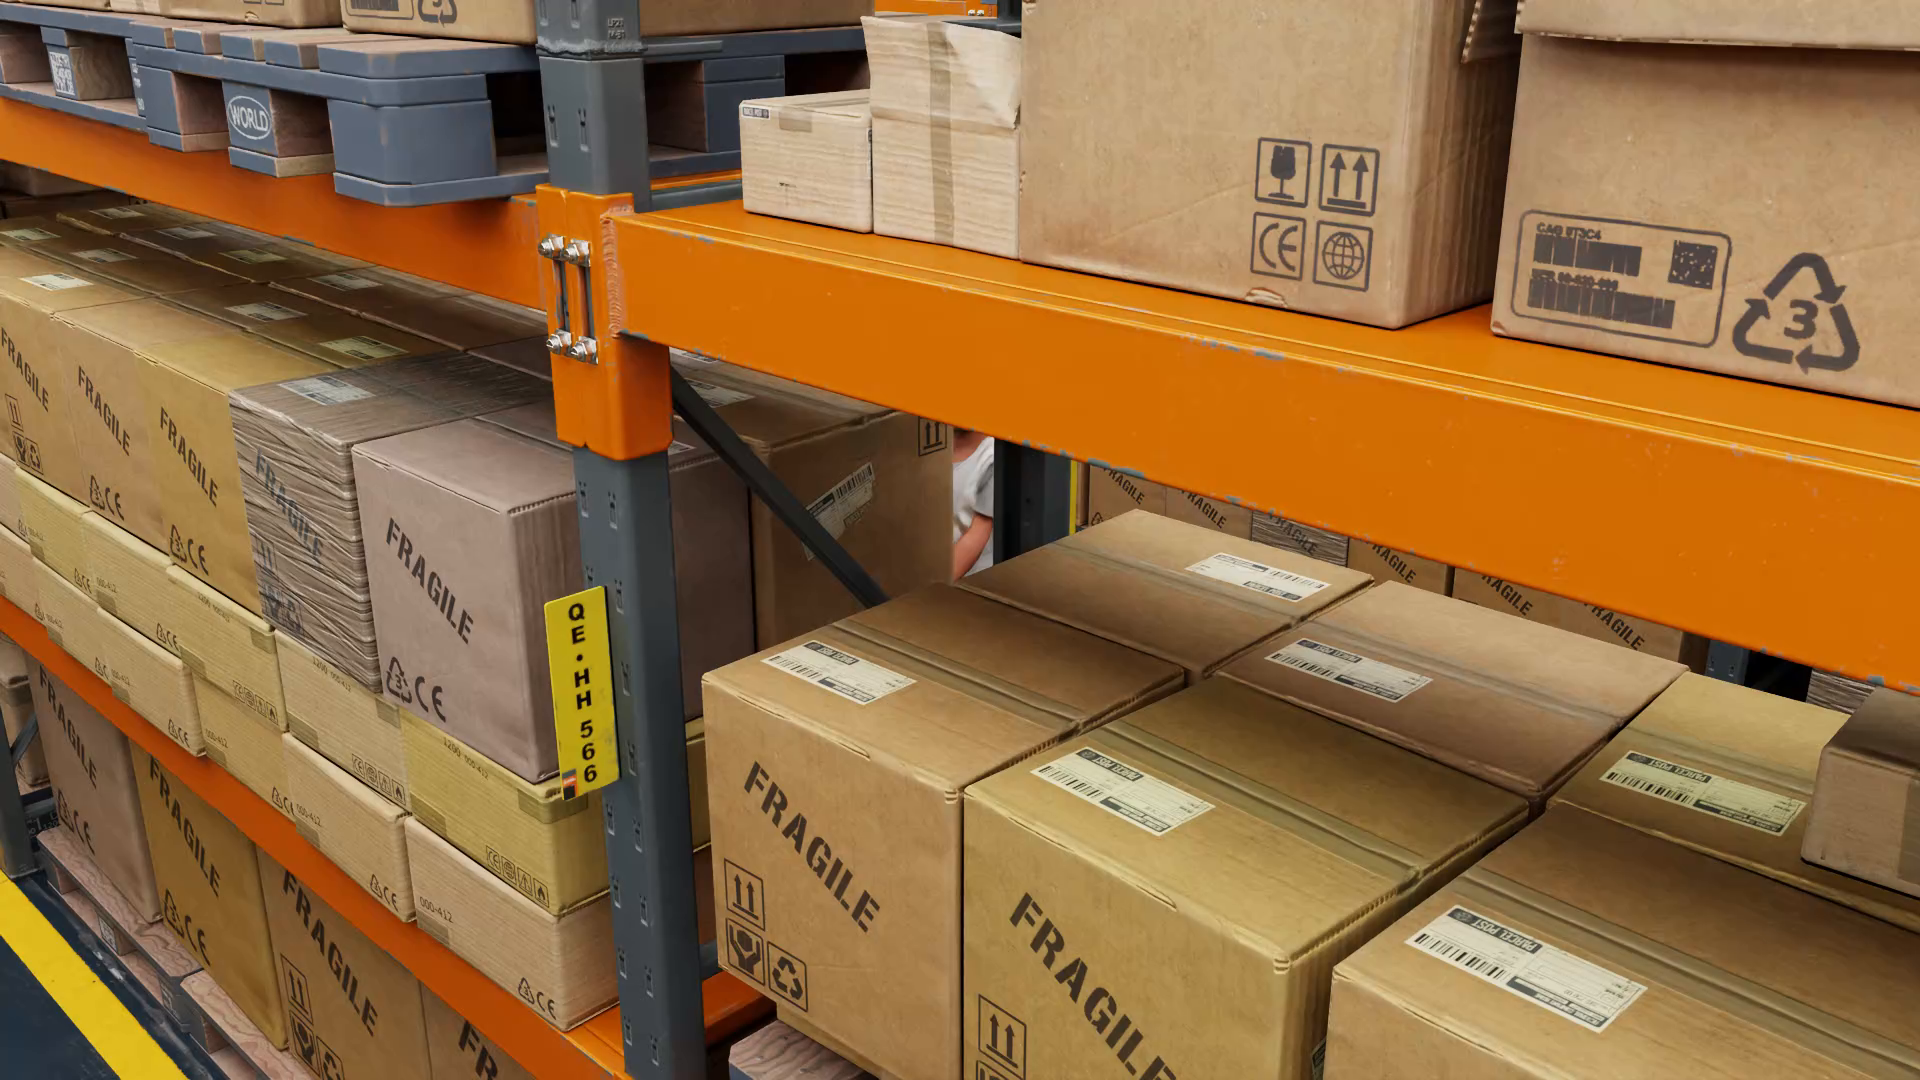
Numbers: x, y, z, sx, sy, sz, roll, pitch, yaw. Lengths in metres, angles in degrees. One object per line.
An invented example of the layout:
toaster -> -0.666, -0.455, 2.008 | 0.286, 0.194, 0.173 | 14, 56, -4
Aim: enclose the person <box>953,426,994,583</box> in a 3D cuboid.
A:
person -> -0.074, 0.232, 5.929 | 0.494, 1.782, 0.573 | 19, 28, 41
